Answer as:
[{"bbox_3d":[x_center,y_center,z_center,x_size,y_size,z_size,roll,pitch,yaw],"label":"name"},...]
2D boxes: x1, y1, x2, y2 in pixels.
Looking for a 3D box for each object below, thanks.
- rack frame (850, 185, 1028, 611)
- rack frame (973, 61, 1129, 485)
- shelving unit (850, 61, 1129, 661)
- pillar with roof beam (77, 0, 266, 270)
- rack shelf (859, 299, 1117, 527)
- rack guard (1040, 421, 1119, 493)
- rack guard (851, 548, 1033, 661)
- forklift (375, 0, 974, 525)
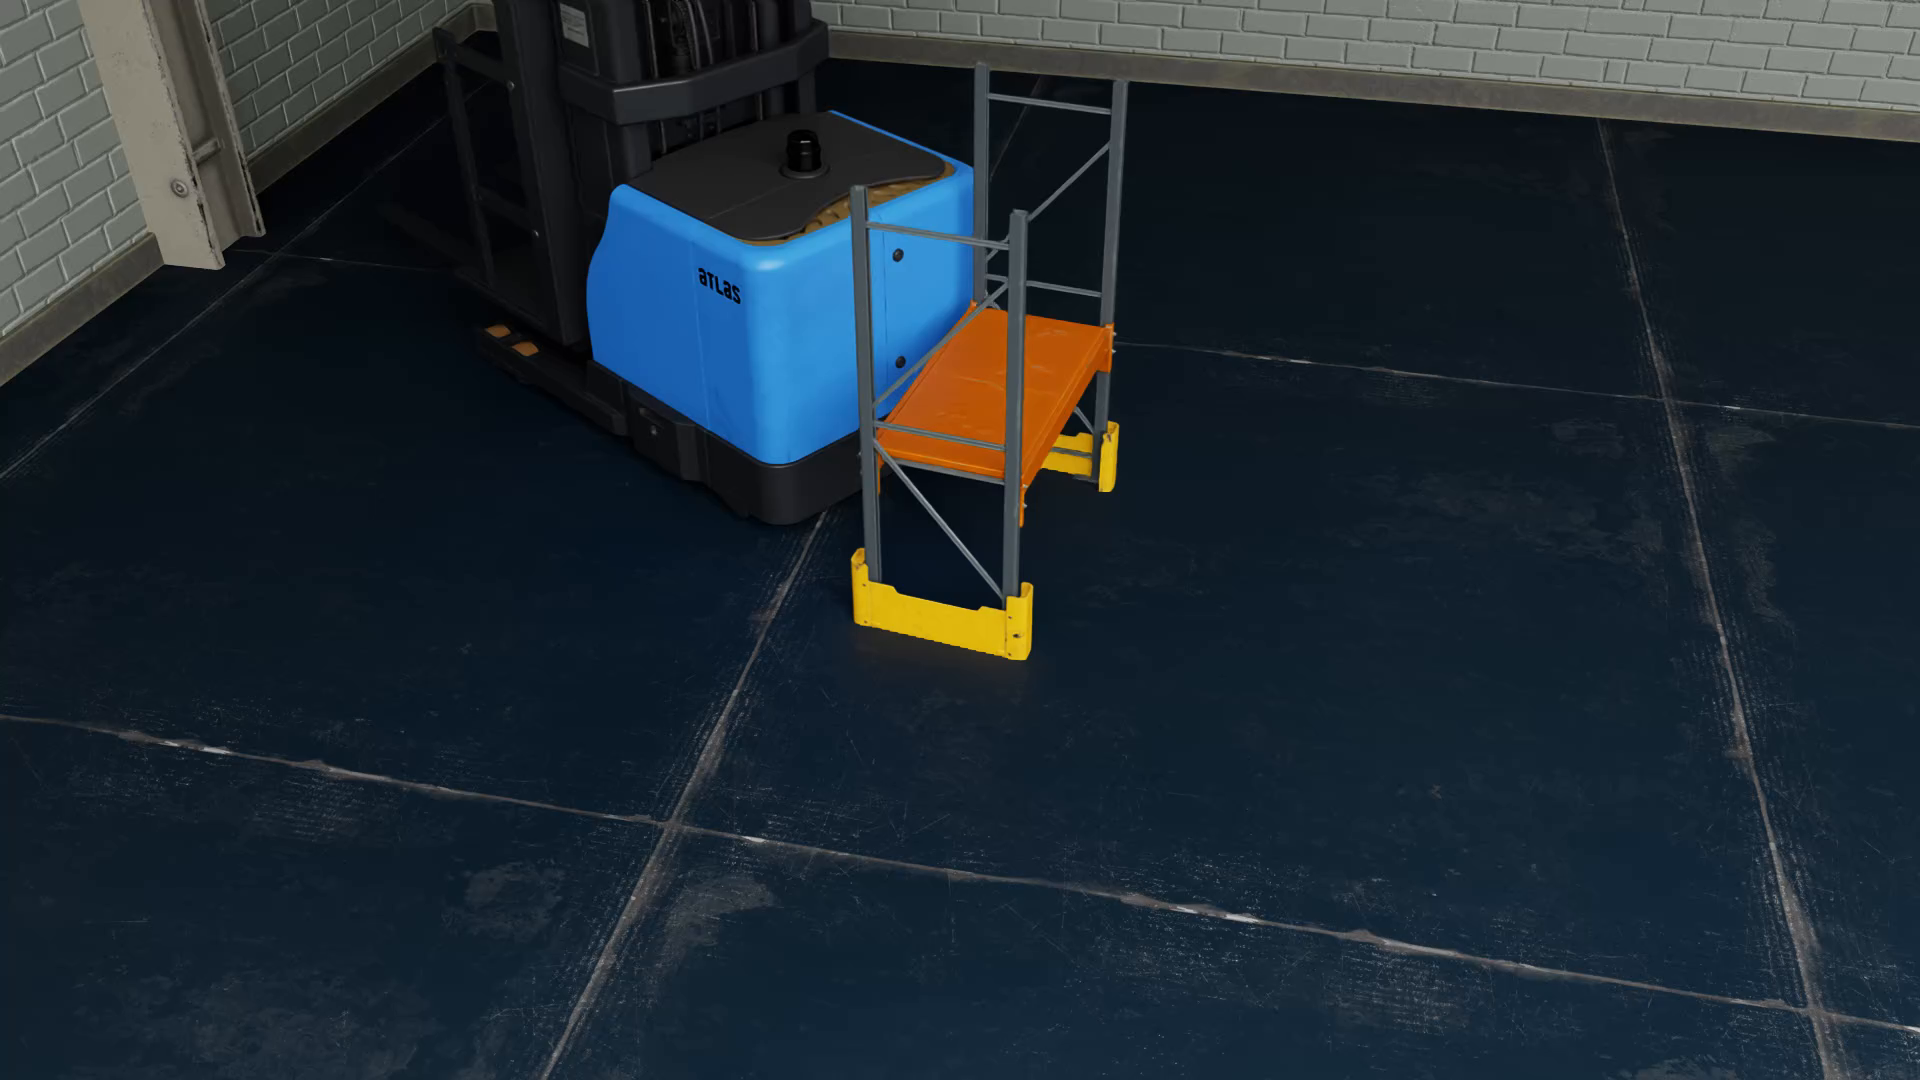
[{"bbox_3d":[-0.059,-0.303,4.890,0.500,1.500,0.032,12,38,16],"label":"rack frame"},{"bbox_3d":[0.285,-0.864,5.664,0.500,1.500,0.032,12,38,16],"label":"rack frame"},{"bbox_3d":[0.110,-0.578,5.270,0.587,1.500,1.083,12,38,16],"label":"shelving unit"},{"bbox_3d":[0.795,-4.441,4.209,9.100,9.000,0.400,7,37,10],"label":"pillar with roof beam"},{"bbox_3d":[0.113,-0.438,5.382,0.538,0.185,1.000,12,38,16],"label":"rack shelf"},{"bbox_3d":[0.278,-0.347,6.016,0.587,0.250,0.087,12,38,16],"label":"rack guard"},{"bbox_3d":[-0.059,0.203,5.257,0.587,0.250,0.087,12,38,16],"label":"rack guard"},{"bbox_3d":[-1.309,-1.999,6.011,1.130,2.935,3.031,-30,46,-35],"label":"forklift"}]
